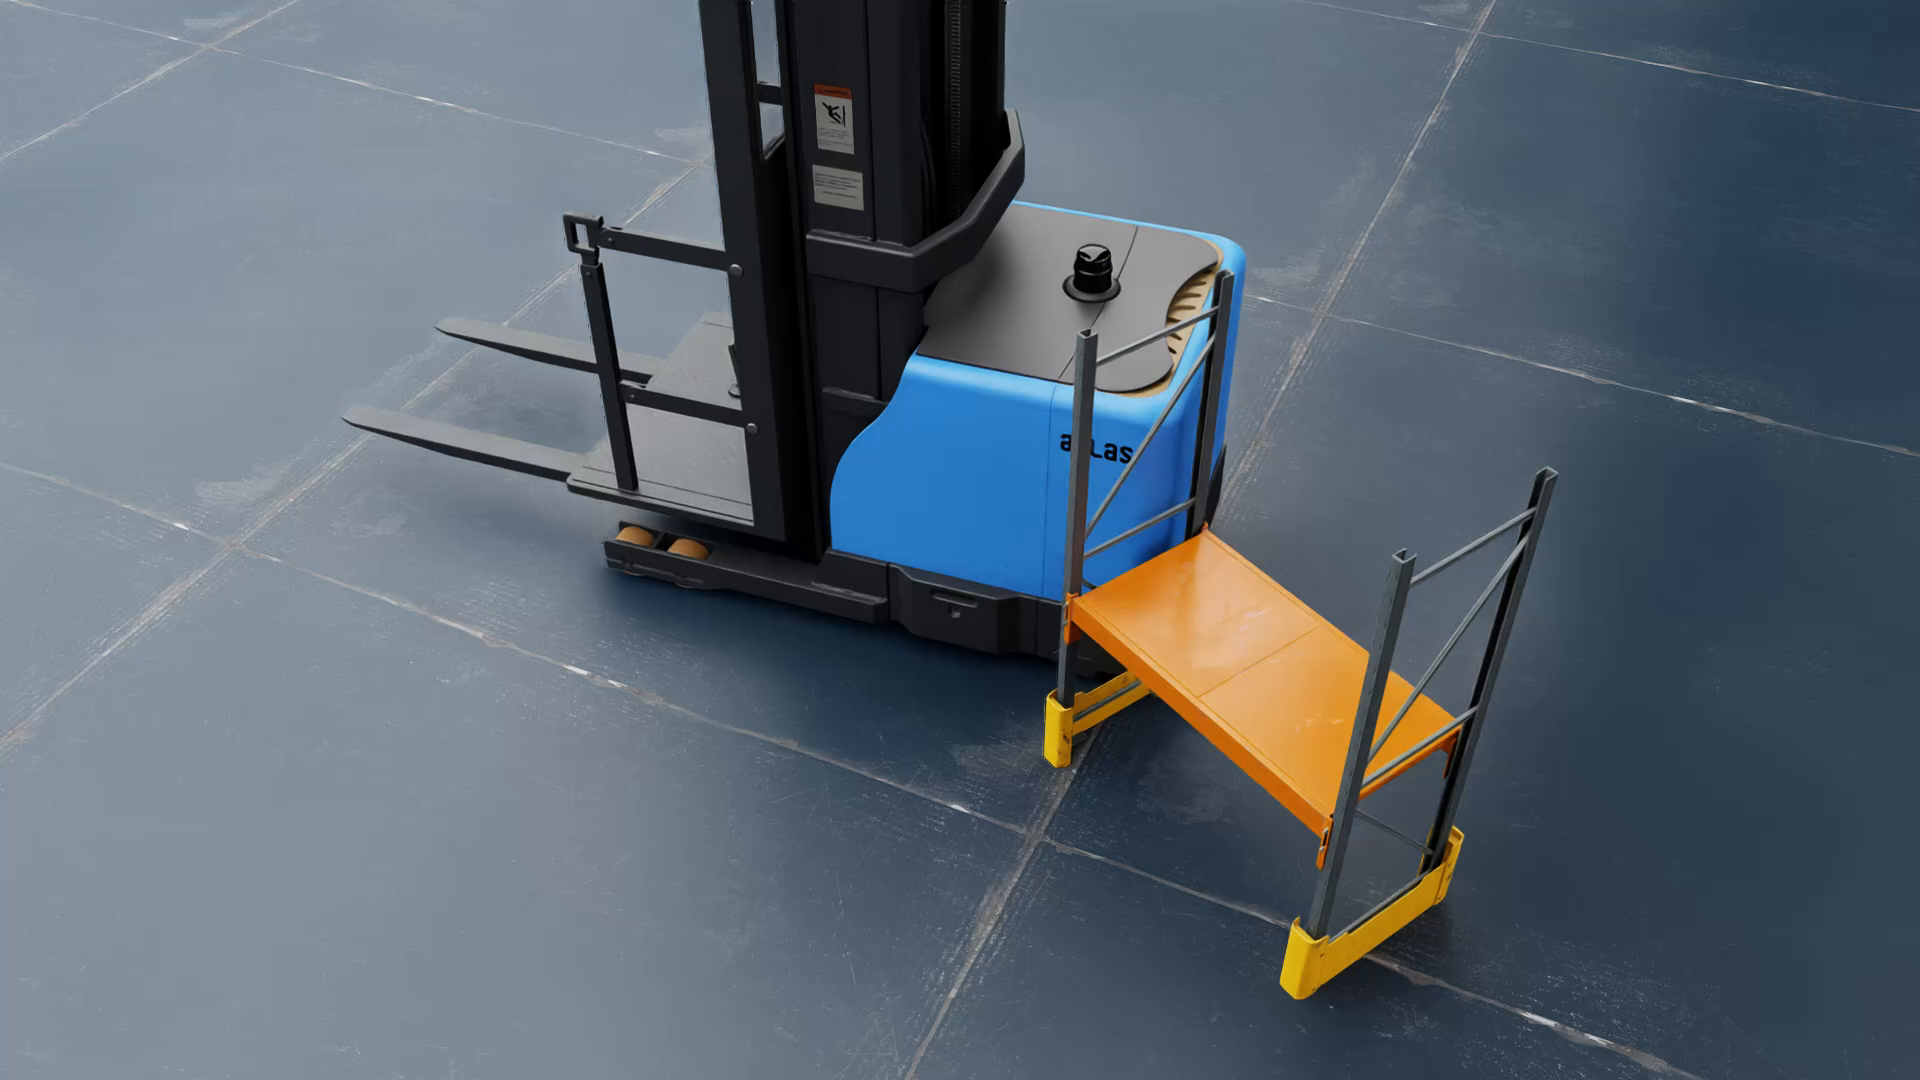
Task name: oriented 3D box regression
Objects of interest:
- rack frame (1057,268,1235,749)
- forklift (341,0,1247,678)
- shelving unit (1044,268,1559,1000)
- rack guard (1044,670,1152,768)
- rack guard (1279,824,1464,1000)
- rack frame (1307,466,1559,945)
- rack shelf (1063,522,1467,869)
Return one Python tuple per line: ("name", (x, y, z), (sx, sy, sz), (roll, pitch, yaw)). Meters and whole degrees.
("rack frame", (0.494, -0.025, 4.634), (0.500, 1.500, 0.032), (-26, 47, -27))
("forklift", (-0.664, -1.258, 4.964), (3.031, 2.935, 1.130), (13, 43, 14))
("shelving unit", (0.801, 0.247, 4.320), (0.587, 1.500, 1.083), (-26, 47, -27))
("rack guard", (0.505, 0.457, 5.032), (0.587, 0.250, 0.087), (-26, 47, -27))
("rack guard", (1.098, 0.982, 4.427), (0.587, 0.250, 0.087), (-26, 47, -27))
("rack frame", (1.098, 0.510, 4.017), (0.500, 1.500, 0.032), (-26, 47, -27))
("rack shelf", (0.796, 0.378, 4.443), (0.538, 0.185, 1.000), (-26, 47, -27))
